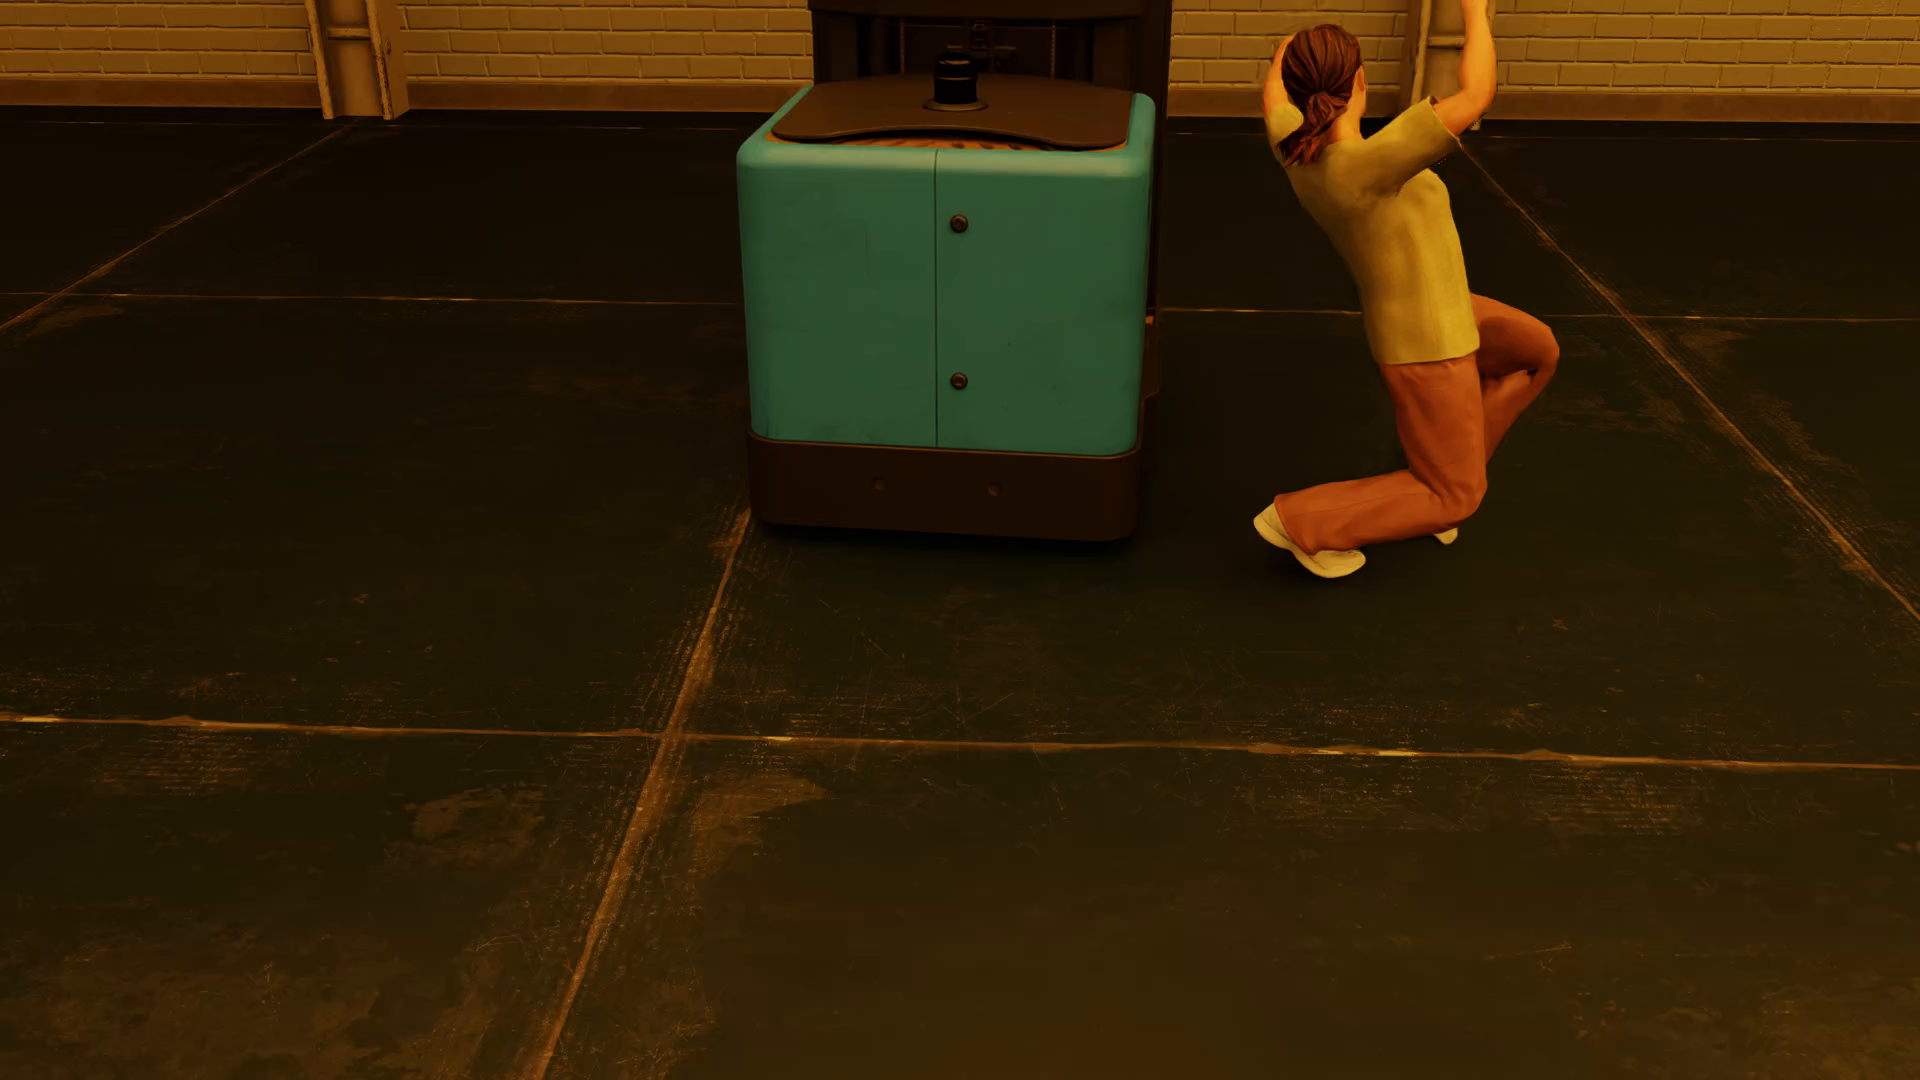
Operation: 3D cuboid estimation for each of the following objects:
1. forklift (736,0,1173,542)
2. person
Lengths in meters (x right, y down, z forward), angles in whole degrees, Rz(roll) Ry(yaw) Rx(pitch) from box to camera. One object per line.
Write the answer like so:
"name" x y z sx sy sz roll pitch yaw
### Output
"forklift" 0.126 -1.932 5.126 1.130 2.935 3.031 3 26 6
"person" 1.142 -0.694 4.236 0.801 1.527 0.991 1 26 1
